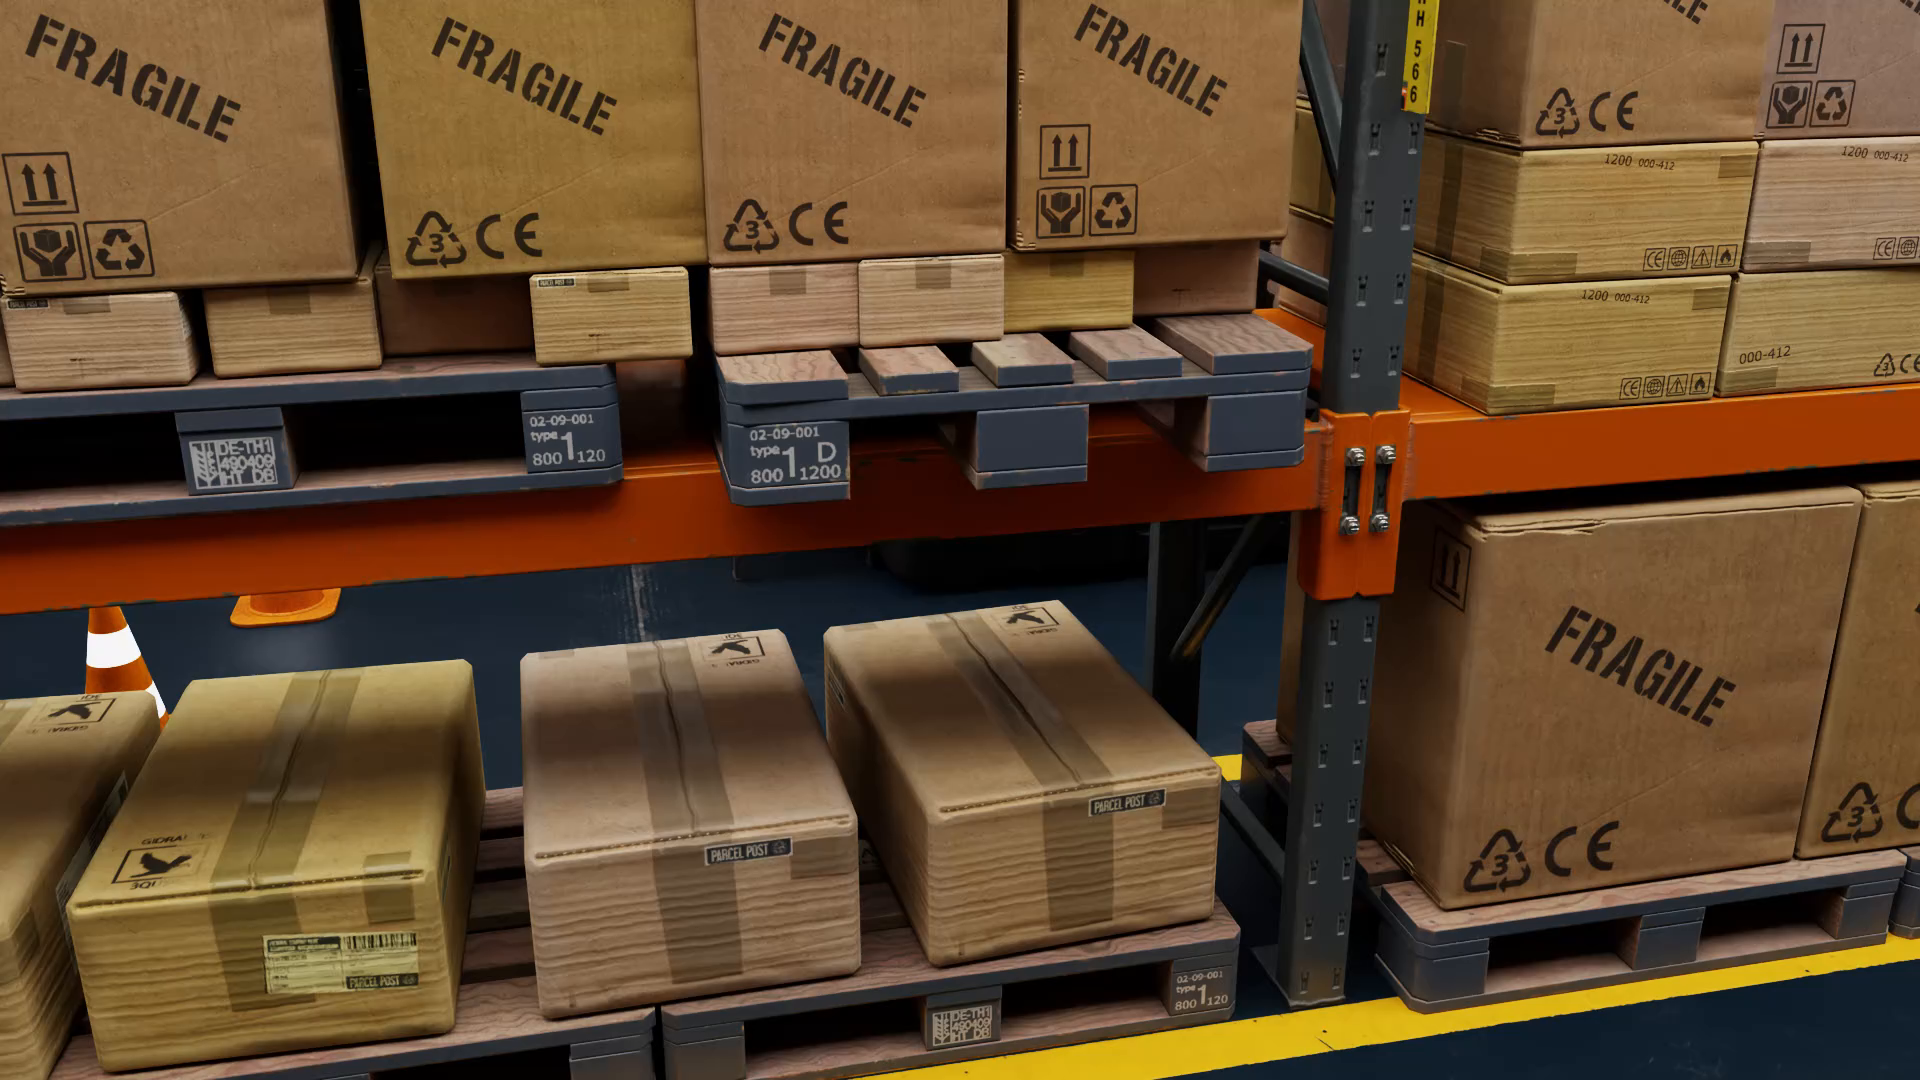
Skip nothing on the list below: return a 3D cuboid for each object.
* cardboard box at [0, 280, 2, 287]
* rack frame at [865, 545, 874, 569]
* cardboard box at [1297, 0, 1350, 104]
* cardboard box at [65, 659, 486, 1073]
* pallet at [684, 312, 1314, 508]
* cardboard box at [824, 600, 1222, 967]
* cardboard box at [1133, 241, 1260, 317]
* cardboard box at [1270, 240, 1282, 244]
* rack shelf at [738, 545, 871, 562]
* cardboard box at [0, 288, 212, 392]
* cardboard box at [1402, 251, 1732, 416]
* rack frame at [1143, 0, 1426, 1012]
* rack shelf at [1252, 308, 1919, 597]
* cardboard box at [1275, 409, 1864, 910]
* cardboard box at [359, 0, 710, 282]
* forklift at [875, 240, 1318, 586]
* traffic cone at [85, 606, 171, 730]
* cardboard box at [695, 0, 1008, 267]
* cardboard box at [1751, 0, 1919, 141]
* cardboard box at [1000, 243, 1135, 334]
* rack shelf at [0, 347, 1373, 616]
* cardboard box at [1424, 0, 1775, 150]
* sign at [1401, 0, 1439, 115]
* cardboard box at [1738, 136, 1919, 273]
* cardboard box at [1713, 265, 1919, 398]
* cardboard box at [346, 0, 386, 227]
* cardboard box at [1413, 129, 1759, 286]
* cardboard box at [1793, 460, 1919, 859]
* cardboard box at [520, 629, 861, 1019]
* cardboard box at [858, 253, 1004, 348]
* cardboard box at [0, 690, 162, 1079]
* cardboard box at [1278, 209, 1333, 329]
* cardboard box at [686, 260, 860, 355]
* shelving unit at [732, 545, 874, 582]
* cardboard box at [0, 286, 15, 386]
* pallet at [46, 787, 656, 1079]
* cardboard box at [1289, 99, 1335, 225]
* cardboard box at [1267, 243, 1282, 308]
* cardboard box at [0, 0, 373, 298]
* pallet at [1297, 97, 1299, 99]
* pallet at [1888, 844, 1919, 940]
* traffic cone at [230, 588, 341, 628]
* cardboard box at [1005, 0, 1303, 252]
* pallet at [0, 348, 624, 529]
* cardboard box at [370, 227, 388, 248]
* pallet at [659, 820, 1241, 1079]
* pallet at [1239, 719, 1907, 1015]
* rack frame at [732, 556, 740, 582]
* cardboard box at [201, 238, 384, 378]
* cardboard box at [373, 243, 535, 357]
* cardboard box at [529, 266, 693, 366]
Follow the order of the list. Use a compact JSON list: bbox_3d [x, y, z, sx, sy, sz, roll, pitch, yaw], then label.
[{"bbox_3d":[-1.745,-0.654,2.551,0.500,0.500,0.500,-5,21,-13],"label":"cardboard box"},{"bbox_3d":[-0.372,-0.947,5.847,0.015,2.100,0.400,-5,21,-14],"label":"rack frame"},{"bbox_3d":[1.097,-1.216,3.675,0.500,0.500,0.500,-5,21,-14],"label":"cardboard box"},{"bbox_3d":[-1.354,0.626,3.455,0.625,0.372,0.950,-4,20,-11],"label":"cardboard box"},{"bbox_3d":[-0.015,-0.389,3.295,1.003,0.211,1.213,-5,21,-12],"label":"pallet"},{"bbox_3d":[0.102,0.507,3.780,0.625,0.372,0.950,-6,21,-16],"label":"cardboard box"},{"bbox_3d":[0.389,-0.546,3.198,0.250,0.149,0.380,-4,20,-10],"label":"cardboard box"},{"bbox_3d":[1.628,-1.686,8.490,0.500,0.250,0.500,-6,21,-15],"label":"cardboard box"},{"bbox_3d":[-0.607,-0.255,6.032,0.480,0.518,0.431,-5,21,-14],"label":"rack shelf"},{"bbox_3d":[-1.353,-0.366,2.707,0.250,0.149,0.380,-4,20,-10],"label":"cardboard box"},{"bbox_3d":[1.188,-0.455,3.415,0.500,0.250,0.500,-5,21,-13],"label":"cardboard box"},{"bbox_3d":[0.654,-0.571,3.513,0.127,3.000,1.000,-5,21,-12],"label":"rack frame"},{"bbox_3d":[2.600,-0.392,4.069,4.000,0.370,1.077,-5,21,-12],"label":"rack shelf"},{"bbox_3d":[1.345,0.202,3.880,0.875,0.875,0.875,-5,21,-13],"label":"cardboard box"},{"bbox_3d":[-0.716,-0.741,2.789,0.500,0.500,0.500,-6,21,-16],"label":"cardboard box"},{"bbox_3d":[1.106,-1.481,6.096,3.031,2.935,1.130,-5,21,-14],"label":"forklift"},{"bbox_3d":[-2.354,0.370,4.633,0.334,0.463,0.336,-5,21,-12],"label":"traffic cone"},{"bbox_3d":[-0.225,-0.782,2.899,0.500,0.500,0.500,-5,21,-13],"label":"cardboard box"},{"bbox_3d":[1.671,-1.087,3.323,0.500,0.500,0.500,-5,21,-12],"label":"cardboard box"},{"bbox_3d":[0.145,-0.500,3.074,0.250,0.149,0.380,-4,21,-12],"label":"cardboard box"},{"bbox_3d":[-1.292,-0.075,3.205,4.000,0.370,1.077,-5,21,-12],"label":"rack shelf"},{"bbox_3d":[1.190,-1.045,3.207,0.500,0.500,0.500,-5,21,-14],"label":"cardboard box"},{"bbox_3d":[0.788,-0.897,2.834,0.005,0.325,0.100,-5,21,-12],"label":"sign"},{"bbox_3d":[1.707,-0.734,3.448,0.500,0.250,0.500,-4,21,-11],"label":"cardboard box"},{"bbox_3d":[1.684,-0.502,3.542,0.500,0.250,0.500,-5,21,-14],"label":"cardboard box"},{"bbox_3d":[-1.347,-0.872,3.146,0.500,0.500,0.500,-5,21,-15],"label":"cardboard box"},{"bbox_3d":[1.204,-0.693,3.337,0.500,0.250,0.500,-5,21,-13],"label":"cardboard box"},{"bbox_3d":[2.214,0.133,4.069,0.875,0.875,0.875,-4,21,-12],"label":"cardboard box"},{"bbox_3d":[-0.615,0.568,3.613,0.625,0.372,0.950,-5,21,-14],"label":"cardboard box"},{"bbox_3d":[-0.090,-0.465,2.979,0.250,0.149,0.380,-5,21,-13],"label":"cardboard box"},{"bbox_3d":[-2.030,0.682,3.303,0.625,0.372,0.950,-3,20,-9],"label":"cardboard box"},{"bbox_3d":[1.086,-0.628,3.886,0.500,0.250,0.500,-5,21,-14],"label":"cardboard box"},{"bbox_3d":[-0.337,-0.448,2.932,0.250,0.149,0.380,-6,21,-15],"label":"cardboard box"},{"bbox_3d":[-0.607,-0.925,5.786,0.503,2.100,0.431,-5,21,-14],"label":"shelving unit"},{"bbox_3d":[-1.624,-0.362,2.697,0.250,0.149,0.380,-4,21,-12],"label":"cardboard box"},{"bbox_3d":[-1.292,0.895,3.565,1.213,0.211,1.003,-5,21,-12],"label":"pallet"},{"bbox_3d":[1.067,-0.859,3.790,0.500,0.250,0.500,-5,21,-13],"label":"cardboard box"},{"bbox_3d":[1.647,-1.338,8.629,0.500,0.500,0.500,-5,21,-14],"label":"cardboard box"},{"bbox_3d":[-1.247,-0.698,2.672,0.500,0.500,0.500,-6,21,-15],"label":"cardboard box"},{"bbox_3d":[1.333,-2.301,8.513,1.213,0.211,1.003,-5,21,-12],"label":"pallet"},{"bbox_3d":[2.623,0.605,4.355,1.213,0.211,1.003,-5,21,-12],"label":"pallet"},{"bbox_3d":[-2.302,0.012,5.609,0.334,0.463,0.336,-5,21,-12],"label":"traffic cone"},{"bbox_3d":[0.275,-0.826,3.020,0.500,0.500,0.500,-5,21,-14],"label":"cardboard box"},{"bbox_3d":[-1.263,-0.311,3.081,1.213,0.211,1.003,-5,21,-12],"label":"pallet"},{"bbox_3d":[-1.020,-0.574,3.276,0.250,0.149,0.380,-4,20,-10],"label":"cardboard box"},{"bbox_3d":[-0.107,0.799,3.825,1.213,0.211,1.003,-5,21,-12],"label":"pallet"},{"bbox_3d":[1.438,0.701,4.094,1.213,0.211,1.003,-5,21,-12],"label":"pallet"},{"bbox_3d":[-0.843,-0.902,5.726,0.015,2.100,0.400,-5,21,-14],"label":"rack frame"},{"bbox_3d":[-1.101,-0.397,2.791,0.250,0.149,0.380,-5,21,-14],"label":"cardboard box"},{"bbox_3d":[-0.875,-0.444,2.921,0.250,0.149,0.380,-4,21,-12],"label":"cardboard box"},{"bbox_3d":[-0.602,-0.422,2.860,0.250,0.149,0.380,-4,21,-12],"label":"cardboard box"}]
